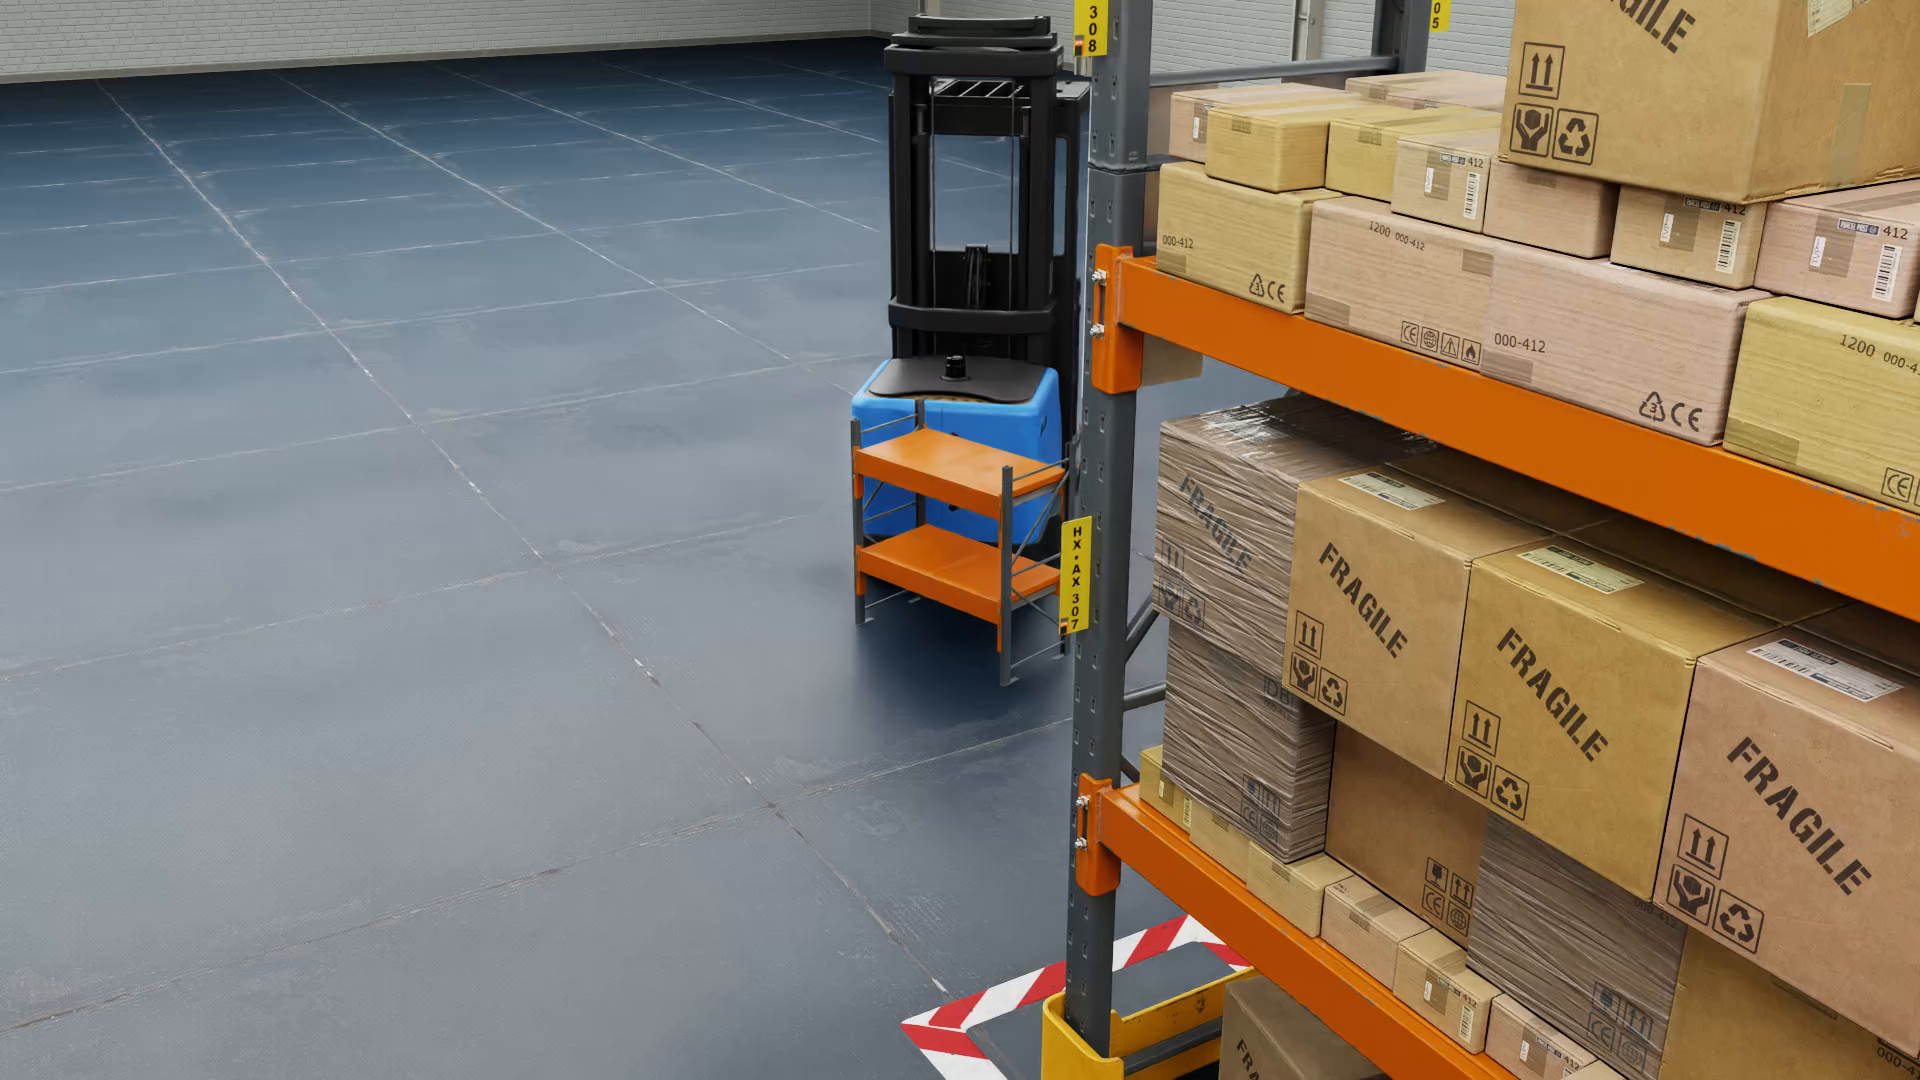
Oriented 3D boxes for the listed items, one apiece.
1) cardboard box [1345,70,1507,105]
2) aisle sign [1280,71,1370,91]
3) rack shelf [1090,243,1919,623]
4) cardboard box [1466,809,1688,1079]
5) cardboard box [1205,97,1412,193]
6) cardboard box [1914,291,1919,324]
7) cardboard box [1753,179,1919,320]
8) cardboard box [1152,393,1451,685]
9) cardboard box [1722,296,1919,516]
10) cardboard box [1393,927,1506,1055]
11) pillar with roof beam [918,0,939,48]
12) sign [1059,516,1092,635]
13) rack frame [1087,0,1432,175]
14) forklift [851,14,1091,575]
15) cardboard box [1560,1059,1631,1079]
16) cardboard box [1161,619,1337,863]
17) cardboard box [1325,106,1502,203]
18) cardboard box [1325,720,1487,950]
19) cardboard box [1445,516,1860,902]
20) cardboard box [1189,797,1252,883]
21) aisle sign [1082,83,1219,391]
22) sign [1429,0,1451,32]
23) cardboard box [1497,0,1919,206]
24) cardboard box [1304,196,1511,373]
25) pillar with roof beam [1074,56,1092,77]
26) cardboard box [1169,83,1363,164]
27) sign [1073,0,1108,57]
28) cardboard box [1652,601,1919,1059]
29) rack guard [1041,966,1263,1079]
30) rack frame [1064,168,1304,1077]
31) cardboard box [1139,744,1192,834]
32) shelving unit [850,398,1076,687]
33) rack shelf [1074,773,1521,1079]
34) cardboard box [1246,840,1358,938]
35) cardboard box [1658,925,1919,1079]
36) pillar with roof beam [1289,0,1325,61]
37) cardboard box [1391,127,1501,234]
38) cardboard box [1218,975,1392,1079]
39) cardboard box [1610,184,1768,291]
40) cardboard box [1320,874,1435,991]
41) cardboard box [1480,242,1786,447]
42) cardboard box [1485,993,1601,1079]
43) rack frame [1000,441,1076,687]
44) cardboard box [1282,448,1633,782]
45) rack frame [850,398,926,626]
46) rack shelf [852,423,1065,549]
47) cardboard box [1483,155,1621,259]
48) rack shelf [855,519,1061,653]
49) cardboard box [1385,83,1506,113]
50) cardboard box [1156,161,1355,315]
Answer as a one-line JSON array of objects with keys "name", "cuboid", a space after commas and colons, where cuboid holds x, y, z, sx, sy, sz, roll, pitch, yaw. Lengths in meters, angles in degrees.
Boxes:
[{"name": "cardboard box", "cuboid": [1.187, -1.082, 4.176, 0.380, 0.149, 0.250, -13, 25, -28]}, {"name": "aisle sign", "cuboid": [1.003, -0.889, 4.563, 0.394, 0.787, 0.004, -13, 25, -28]}, {"name": "rack shelf", "cuboid": [1.799, -0.016, 2.839, 1.077, 0.370, 4.000, -13, 25, -28]}, {"name": "cardboard box", "cuboid": [1.611, 0.701, 3.575, 0.875, 0.500, 0.500, -13, 25, -28]}, {"name": "cardboard box", "cuboid": [0.768, -0.876, 3.668, 0.380, 0.149, 0.250, -12, 25, -27]}, {"name": "cardboard box", "cuboid": [1.666, -0.396, 2.489, 0.380, 0.149, 0.250, -14, 26, -30]}, {"name": "cardboard box", "cuboid": [1.522, -0.479, 2.692, 0.380, 0.149, 0.250, -13, 25, -29]}, {"name": "cardboard box", "cuboid": [0.824, -0.024, 4.031, 0.500, 0.500, 0.500, -13, 25, -28]}, {"name": "cardboard box", "cuboid": [1.590, -0.227, 2.602, 0.500, 0.250, 0.500, -12, 25, -27]}, {"name": "cardboard box", "cuboid": [1.211, 0.975, 3.762, 0.380, 0.149, 0.250, -13, 25, -28]}, {"name": "pillar with roof beam", "cuboid": [-4.372, -14.067, 32.470, 9.100, 9.000, 0.400, -13, 25, -28]}, {"name": "sign", "cuboid": [0.311, 0.096, 4.441, 0.100, 0.325, 0.005, -13, 25, -28]}, {"name": "rack frame", "cuboid": [0.777, -2.386, 3.731, 1.000, 3.000, 0.127, -13, 25, -28]}, {"name": "forklift", "cuboid": [0.183, -1.630, 9.930, 1.130, 2.935, 3.031, 4, 22, 10]}, {"name": "cardboard box", "cuboid": [1.401, 1.152, 3.328, 0.380, 0.149, 0.250, -13, 25, -28]}, {"name": "cardboard box", "cuboid": [1.035, 0.392, 4.335, 0.875, 0.500, 0.500, -13, 25, -28]}, {"name": "cardboard box", "cuboid": [1.003, -0.818, 3.526, 0.380, 0.149, 0.250, -13, 26, -29]}, {"name": "cardboard box", "cuboid": [1.393, 0.531, 3.994, 0.875, 0.500, 0.500, -13, 25, -28]}, {"name": "cardboard box", "cuboid": [1.330, 0.301, 3.232, 0.500, 0.500, 0.500, -13, 25, -28]}, {"name": "cardboard box", "cuboid": [0.829, 0.732, 4.360, 0.380, 0.149, 0.250, -13, 25, -28]}, {"name": "aisle sign", "cuboid": [0.488, -0.774, 4.279, 0.394, 0.787, 0.004, -13, 25, -28]}, {"name": "sign", "cuboid": [1.265, -1.507, 4.376, 0.100, 0.325, 0.005, -13, 25, -28]}, {"name": "cardboard box", "cuboid": [1.303, -0.880, 2.817, 0.500, 0.500, 0.500, -13, 25, -28]}, {"name": "cardboard box", "cuboid": [1.070, -0.556, 3.411, 0.500, 0.250, 0.500, -13, 26, -29]}, {"name": "pillar with roof beam", "cuboid": [-1.307, -12.125, 27.692, 9.100, 9.000, 0.400, -13, 25, -28]}, {"name": "cardboard box", "cuboid": [0.719, -0.978, 3.921, 0.380, 0.149, 0.250, -13, 25, -29]}, {"name": "sign", "cuboid": [0.311, -1.297, 3.875, 0.100, 0.325, 0.005, -13, 25, -28]}, {"name": "cardboard box", "cuboid": [1.590, 0.462, 2.836, 0.500, 0.500, 0.500, -13, 25, -28]}, {"name": "rack guard", "cuboid": [0.816, 1.576, 5.271, 1.175, 0.500, 0.348, -13, 25, -28]}, {"name": "rack frame", "cuboid": [0.777, 0.393, 4.861, 1.000, 3.000, 0.127, -13, 25, -28]}, {"name": "cardboard box", "cuboid": [0.718, 0.648, 4.568, 0.380, 0.149, 0.250, -13, 25, -28]}, {"name": "shelving unit", "cuboid": [0.005, -0.011, 8.345, 1.048, 1.125, 0.538, 19, 29, 39]}, {"name": "rack shelf", "cuboid": [1.799, 1.374, 3.404, 1.077, 0.370, 4.000, -13, 25, -28]}, {"name": "cardboard box", "cuboid": [0.944, 0.816, 4.154, 0.380, 0.149, 0.250, -13, 25, -28]}, {"name": "cardboard box", "cuboid": [1.857, 0.865, 3.171, 0.875, 0.500, 0.500, -13, 25, -28]}, {"name": "pillar with roof beam", "cuboid": [1.758, -10.183, 22.913, 9.100, 9.000, 0.400, -13, 25, -28]}, {"name": "cardboard box", "cuboid": [1.081, -0.716, 3.275, 0.380, 0.149, 0.250, -12, 25, -26]}, {"name": "cardboard box", "cuboid": [1.082, 1.562, 4.747, 0.500, 0.500, 0.500, -8, 23, -18]}, {"name": "cardboard box", "cuboid": [1.354, -0.551, 2.869, 0.380, 0.149, 0.250, -14, 26, -31]}, {"name": "cardboard box", "cuboid": [1.089, 0.893, 3.965, 0.380, 0.149, 0.250, -13, 25, -28]}, {"name": "cardboard box", "cuboid": [1.319, -0.395, 3.014, 0.500, 0.250, 0.500, -13, 25, -28]}, {"name": "cardboard box", "cuboid": [1.362, 1.051, 3.576, 0.380, 0.149, 0.250, -13, 25, -28]}, {"name": "rack frame", "cuboid": [0.375, 0.120, 8.023, 0.032, 1.125, 0.500, 19, 29, 39]}, {"name": "cardboard box", "cuboid": [1.073, 0.139, 3.629, 0.500, 0.500, 0.500, -13, 25, -28]}, {"name": "rack frame", "cuboid": [-0.366, -0.142, 8.667, 0.032, 1.125, 0.500, 19, 29, 39]}, {"name": "rack shelf", "cuboid": [0.005, -0.282, 8.235, 1.000, 0.278, 0.538, 19, 29, 39]}, {"name": "cardboard box", "cuboid": [1.202, -0.636, 3.079, 0.380, 0.149, 0.250, -13, 25, -28]}, {"name": "rack shelf", "cuboid": [0.005, 0.215, 8.437, 1.000, 0.278, 0.538, 19, 29, 39]}, {"name": "cardboard box", "cuboid": [1.219, -0.975, 3.913, 0.380, 0.149, 0.250, -14, 26, -30]}, {"name": "cardboard box", "cuboid": [0.801, -0.721, 3.818, 0.500, 0.250, 0.500, -12, 25, -27]}]
